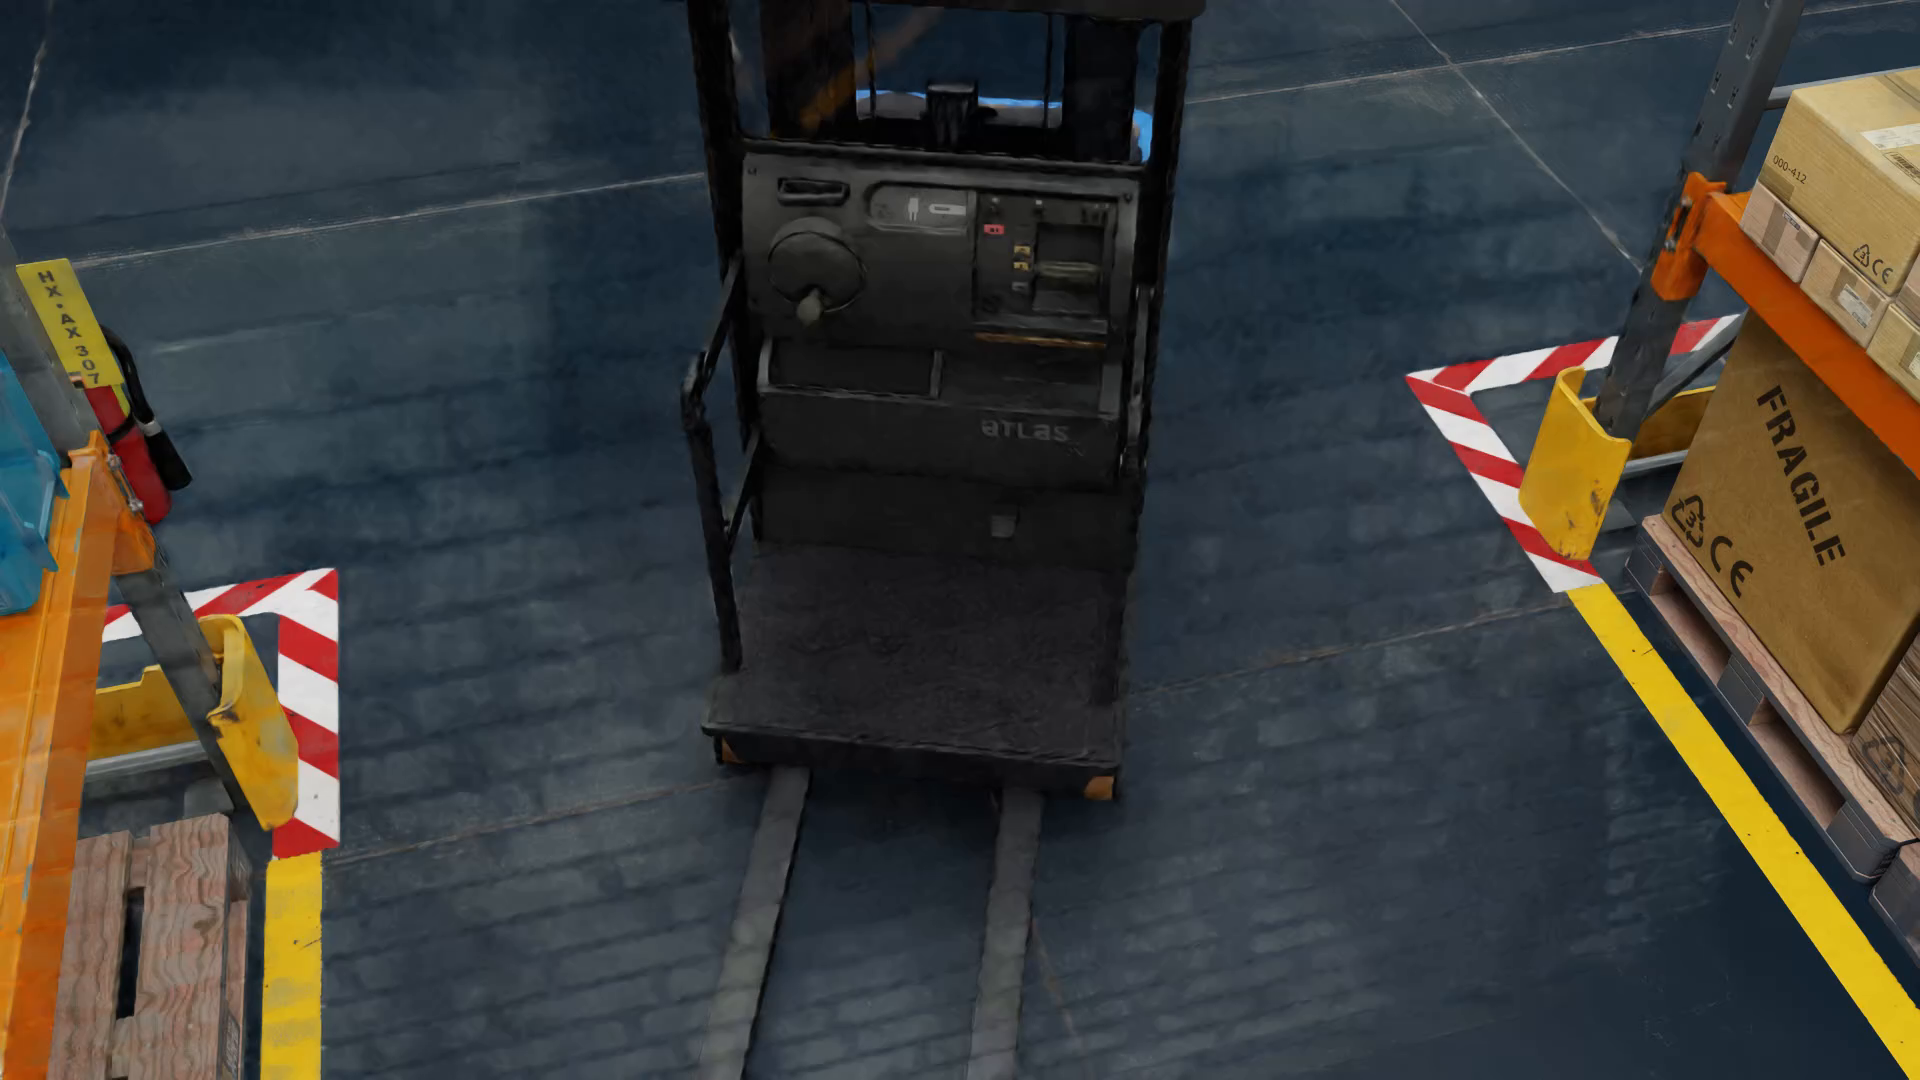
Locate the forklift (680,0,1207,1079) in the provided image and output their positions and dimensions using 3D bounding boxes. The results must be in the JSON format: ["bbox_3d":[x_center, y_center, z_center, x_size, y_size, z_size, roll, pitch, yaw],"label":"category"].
[{"bbox_3d":[-0.077,-0.585,3.771,1.130,2.935,3.031,5,46,5],"label":"forklift"}]

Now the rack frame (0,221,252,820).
[{"bbox_3d":[-2.383,-0.278,3.422,1.000,3.000,0.127,-11,47,-10],"label":"rack frame"}]

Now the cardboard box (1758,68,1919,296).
[{"bbox_3d":[2.266,-0.854,3.884,0.500,0.250,0.500,-12,47,-11],"label":"cardboard box"}]

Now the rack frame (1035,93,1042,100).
[{"bbox_3d":[0.142,-1.123,5.722,0.240,0.900,0.006,5,41,5],"label":"rack frame"}]

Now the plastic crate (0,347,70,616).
[{"bbox_3d":[-2.117,-0.114,3.195,0.616,0.435,0.499,-11,47,-10],"label":"plastic crate"}]

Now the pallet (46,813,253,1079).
[{"bbox_3d":[-2.210,1.275,3.853,1.003,0.211,1.213,-11,47,-10],"label":"pallet"}]

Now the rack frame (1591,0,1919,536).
[{"bbox_3d":[2.405,-1.183,4.309,1.000,3.000,0.127,-11,47,-10],"label":"rack frame"}]

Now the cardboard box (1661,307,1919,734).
[{"bbox_3d":[2.646,-0.159,4.500,0.875,0.875,0.875,-11,47,-10],"label":"cardboard box"}]

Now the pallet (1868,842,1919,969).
[{"bbox_3d":[2.994,1.171,3.954,1.003,0.211,1.213,-11,47,-10],"label":"pallet"}]

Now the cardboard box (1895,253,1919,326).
[{"bbox_3d":[2.406,-0.496,3.533,0.500,0.250,0.500,-11,47,-11],"label":"cardboard box"}]

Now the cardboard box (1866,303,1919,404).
[{"bbox_3d":[2.309,-0.436,3.753,0.380,0.149,0.250,-12,47,-11],"label":"cardboard box"}]

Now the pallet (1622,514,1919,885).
[{"bbox_3d":[2.685,0.330,4.778,1.003,0.211,1.213,-11,47,-10],"label":"pallet"}]

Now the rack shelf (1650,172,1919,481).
[{"bbox_3d":[2.917,0.449,3.213,1.077,0.370,4.000,-11,47,-10],"label":"rack shelf"}]

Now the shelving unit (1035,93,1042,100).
[{"bbox_3d":[0.129,-1.058,5.646,0.258,0.900,0.210,5,41,5],"label":"shelving unit"}]

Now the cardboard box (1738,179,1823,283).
[{"bbox_3d":[2.176,-0.790,4.100,0.380,0.149,0.250,-10,46,-10],"label":"cardboard box"}]

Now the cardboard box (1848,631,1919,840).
[{"bbox_3d":[2.879,0.469,3.884,0.875,0.875,0.875,-11,47,-10],"label":"cardboard box"}]

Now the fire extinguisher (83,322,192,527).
[{"bbox_3d":[-1.983,-0.307,3.766,0.296,0.674,0.183,-11,47,-10],"label":"fire extinguisher"}]

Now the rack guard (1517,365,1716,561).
[{"bbox_3d":[2.398,-0.325,5.218,1.175,0.500,0.348,-11,47,-10],"label":"rack guard"}]

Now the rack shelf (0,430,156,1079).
[{"bbox_3d":[-1.871,1.355,2.326,1.077,0.370,4.000,-11,47,-10],"label":"rack shelf"}]

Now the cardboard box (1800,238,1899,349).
[{"bbox_3d":[2.244,-0.613,3.926,0.380,0.149,0.250,-11,47,-11],"label":"cardboard box"}]

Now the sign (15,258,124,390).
[{"bbox_3d":[-1.856,-0.447,3.473,0.100,0.325,0.005,-11,47,-10],"label":"sign"}]

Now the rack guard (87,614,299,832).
[{"bbox_3d":[-2.402,0.583,4.329,1.175,0.500,0.348,-11,47,-10],"label":"rack guard"}]
